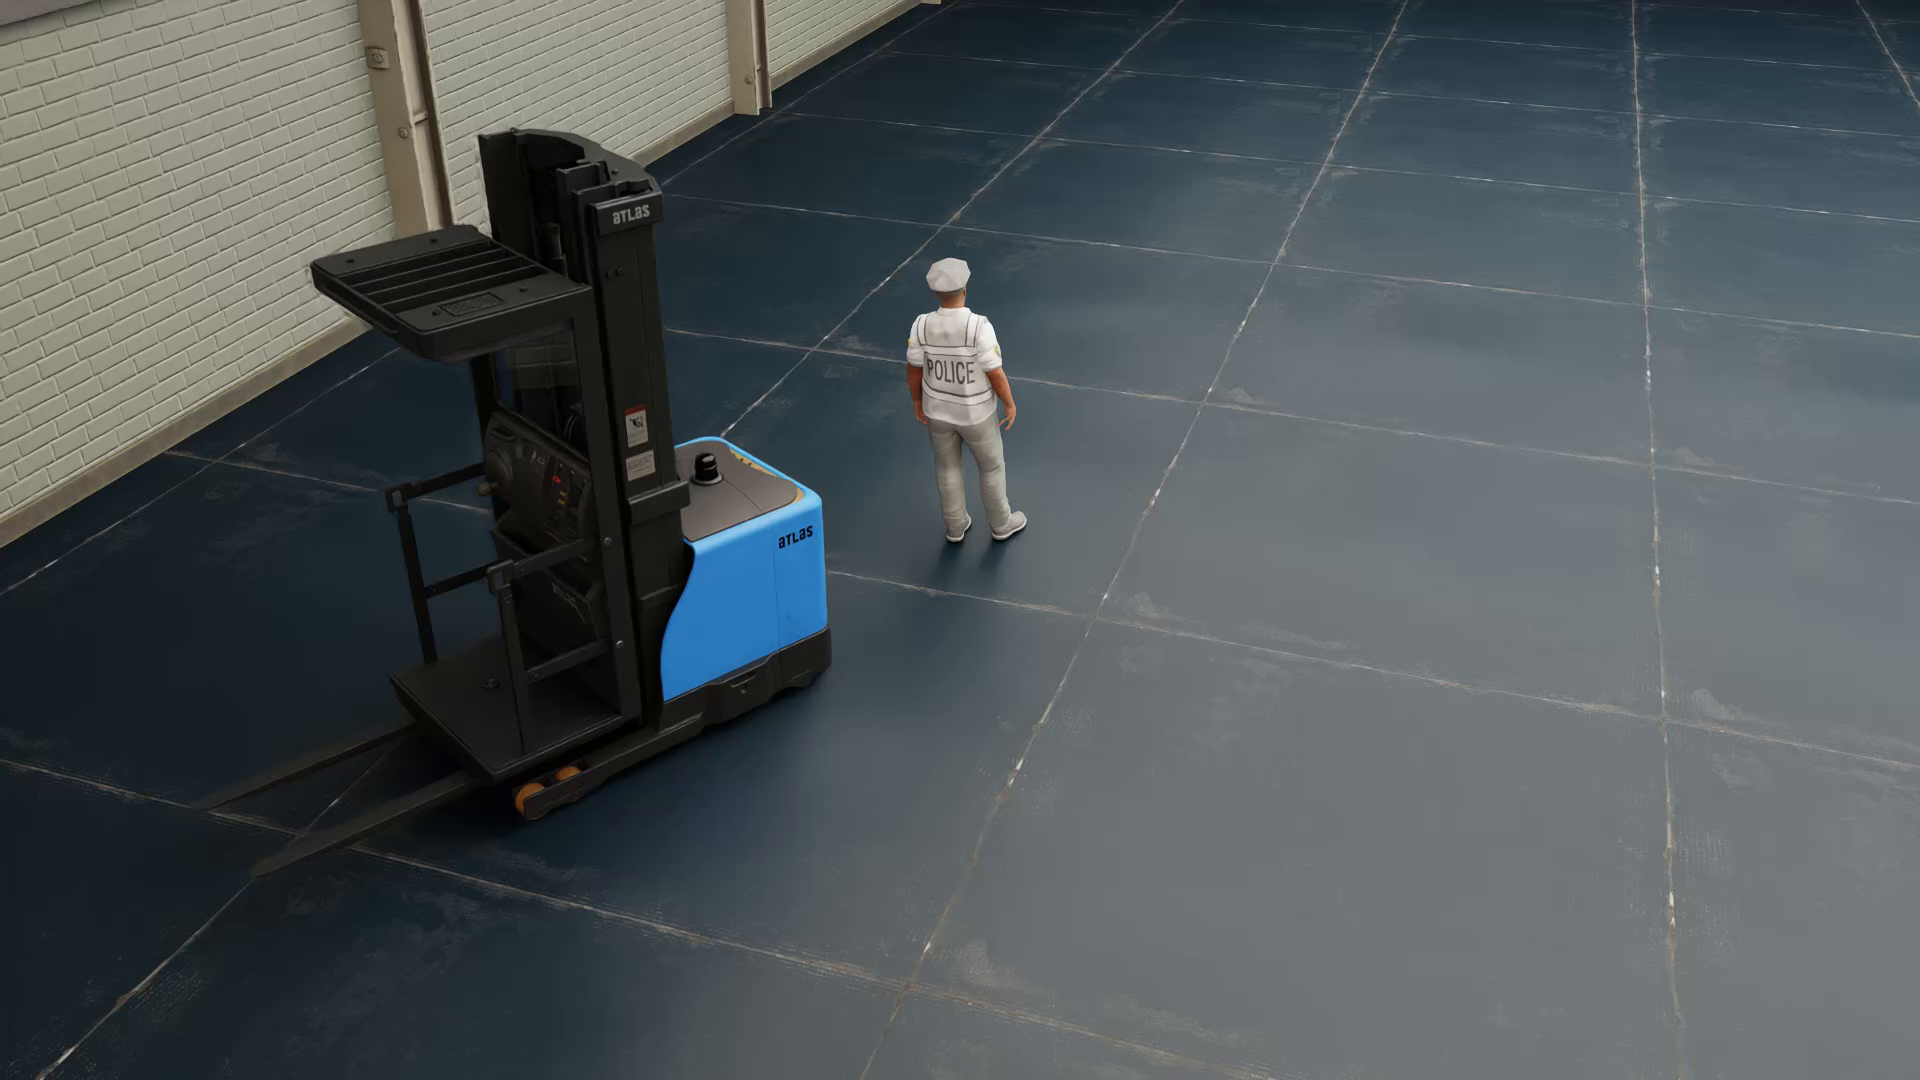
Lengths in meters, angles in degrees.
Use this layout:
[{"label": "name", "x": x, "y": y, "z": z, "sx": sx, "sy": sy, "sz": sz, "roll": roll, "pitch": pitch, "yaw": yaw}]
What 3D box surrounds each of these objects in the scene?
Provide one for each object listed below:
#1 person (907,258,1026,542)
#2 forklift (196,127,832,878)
[{"label": "person", "x": 0.036, "y": -0.815, "z": 9.712, "sx": 0.640, "sy": 1.780, "sz": 0.575, "roll": 10, "pitch": 31, "yaw": 16}, {"label": "forklift", "x": -2.115, "y": -0.257, "z": 7.588, "sx": 3.031, "sy": 2.935, "sz": 1.130, "roll": -24, "pitch": 37, "yaw": -35}]
